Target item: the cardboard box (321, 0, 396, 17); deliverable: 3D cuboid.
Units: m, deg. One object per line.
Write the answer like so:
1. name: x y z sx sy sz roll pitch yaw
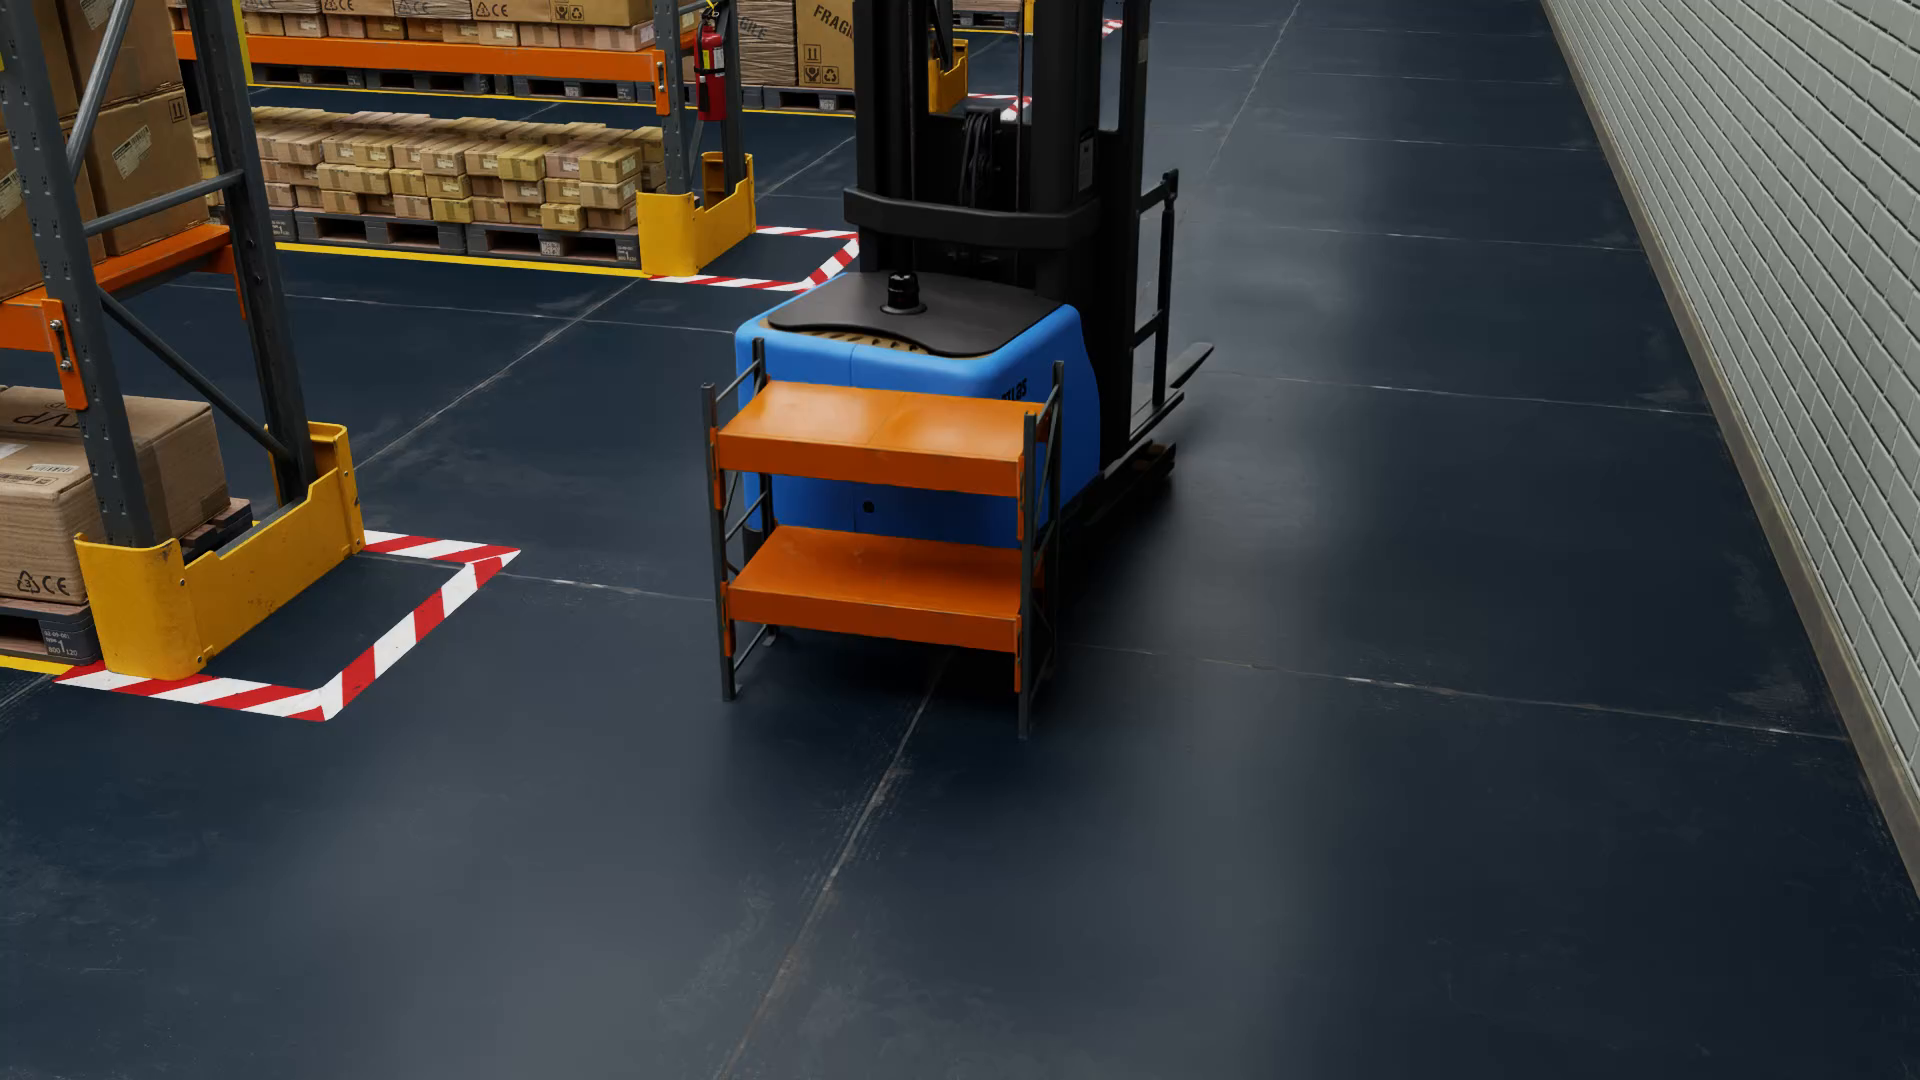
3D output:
1. cardboard box: -3.551 -3.484 10.115 0.500 0.500 0.500 8 27 16

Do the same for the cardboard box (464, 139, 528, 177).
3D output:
1. cardboard box: -2.902 -2.400 10.437 0.250 0.149 0.380 5 26 11

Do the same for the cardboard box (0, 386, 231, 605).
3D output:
1. cardboard box: -3.379 -0.188 6.148 0.875 0.438 0.875 5 26 11

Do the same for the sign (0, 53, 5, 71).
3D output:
1. sign: -2.863 -1.532 4.855 0.005 0.325 0.100 6 26 13

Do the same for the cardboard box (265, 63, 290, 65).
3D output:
1. cardboard box: -6.470 -5.158 16.077 0.875 0.875 1.225 6 26 13

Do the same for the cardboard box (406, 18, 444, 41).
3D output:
1. cardboard box: -3.192 -3.176 10.224 0.250 0.149 0.380 5 26 11

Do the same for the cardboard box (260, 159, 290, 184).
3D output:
1. cardboard box: -4.409 -2.460 10.909 0.250 0.149 0.380 5 26 10

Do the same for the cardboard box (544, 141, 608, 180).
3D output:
1. cardboard box: -2.385 -2.371 10.376 0.250 0.149 0.380 7 26 14

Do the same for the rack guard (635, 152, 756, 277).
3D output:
1. rack guard: -1.653 -2.077 10.532 0.348 0.500 1.175 6 26 13

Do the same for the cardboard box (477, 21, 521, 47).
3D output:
1. cardboard box: -2.697 -3.082 10.027 0.250 0.149 0.380 7 26 14

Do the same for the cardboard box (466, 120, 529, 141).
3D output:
1. cardboard box: -3.039 -2.652 10.967 0.250 0.149 0.380 7 26 15

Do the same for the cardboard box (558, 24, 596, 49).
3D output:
1. cardboard box: -2.198 -3.044 9.946 0.250 0.149 0.380 6 26 13

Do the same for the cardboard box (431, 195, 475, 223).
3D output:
1. cardboard box: -3.155 -2.142 10.587 0.250 0.149 0.380 5 26 11

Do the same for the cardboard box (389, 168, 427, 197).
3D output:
1. cardboard box: -3.414 -2.312 10.600 0.250 0.149 0.380 8 27 16

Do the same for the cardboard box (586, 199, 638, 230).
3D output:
1. cardboard box: -2.142 -2.070 10.436 0.250 0.149 0.380 7 26 14

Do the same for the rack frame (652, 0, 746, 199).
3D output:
1. rack frame: -1.580 -3.198 9.978 0.127 3.000 1.000 6 26 13

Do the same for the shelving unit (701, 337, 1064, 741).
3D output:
1. shelving unit: -0.232 -0.015 5.473 1.048 1.125 0.538 6 26 12

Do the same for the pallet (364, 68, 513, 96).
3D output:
1. pallet: -4.887 -4.472 15.898 1.213 0.211 1.003 6 26 13

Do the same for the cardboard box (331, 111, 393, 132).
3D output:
1. cardboard box: -4.027 -2.782 11.240 0.250 0.149 0.380 5 26 10

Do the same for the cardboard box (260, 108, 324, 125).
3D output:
1. cardboard box: -4.544 -2.833 11.347 0.250 0.149 0.380 6 26 13

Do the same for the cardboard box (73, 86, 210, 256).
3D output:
1. cardboard box: -3.108 -1.342 5.964 0.500 0.500 0.500 6 26 13

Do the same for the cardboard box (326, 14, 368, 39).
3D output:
1. cardboard box: -3.702 -3.216 10.308 0.250 0.149 0.380 7 26 15

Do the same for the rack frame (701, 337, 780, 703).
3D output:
1. rack frame: -0.726 -0.066 5.581 0.032 1.125 0.500 6 26 12

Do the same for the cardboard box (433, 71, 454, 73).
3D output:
1. cardboard box: -4.745 -4.971 15.684 0.875 0.875 1.225 6 26 13

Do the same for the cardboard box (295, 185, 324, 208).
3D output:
1. cardboard box: -4.142 -2.302 10.923 0.250 0.149 0.380 5 26 11

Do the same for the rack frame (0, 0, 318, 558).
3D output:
1. rack frame: -2.715 -1.126 5.626 0.127 3.000 1.000 6 26 13

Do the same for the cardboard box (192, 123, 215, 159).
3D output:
1. cardboard box: -4.920 -2.620 10.899 0.250 0.149 0.380 8 27 16

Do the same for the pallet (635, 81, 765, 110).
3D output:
1. pallet: -2.218 -4.177 15.279 1.213 0.211 1.003 6 26 13

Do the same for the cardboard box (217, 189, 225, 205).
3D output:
1. cardboard box: -4.670 -2.322 10.966 0.250 0.149 0.380 6 26 13

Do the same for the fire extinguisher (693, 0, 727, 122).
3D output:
1. fire extinguisher: -1.451 -2.776 9.614 0.183 0.674 0.296 6 26 13

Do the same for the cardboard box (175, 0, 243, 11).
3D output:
1. cardboard box: -4.556 -3.598 10.355 0.500 0.500 0.500 6 26 13

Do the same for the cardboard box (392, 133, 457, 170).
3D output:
1. cardboard box: -3.404 -2.480 10.605 0.250 0.149 0.380 5 26 11

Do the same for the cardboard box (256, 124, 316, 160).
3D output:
1. cardboard box: -4.404 -2.595 10.847 0.250 0.149 0.380 6 26 12

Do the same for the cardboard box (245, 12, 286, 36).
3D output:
1. cardboard box: -4.231 -3.257 10.394 0.250 0.149 0.380 7 26 14

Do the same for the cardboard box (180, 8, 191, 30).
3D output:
1. cardboard box: -4.721 -3.343 10.574 0.250 0.149 0.380 5 26 11

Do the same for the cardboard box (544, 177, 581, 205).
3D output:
1. cardboard box: -2.402 -2.223 10.411 0.250 0.149 0.380 6 26 12

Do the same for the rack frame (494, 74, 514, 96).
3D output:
1. rack frame: -4.121 -5.680 15.191 0.127 3.000 1.000 6 26 13

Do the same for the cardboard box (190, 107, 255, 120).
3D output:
1. cardboard box: -5.044 -2.867 11.419 0.250 0.149 0.380 7 26 14

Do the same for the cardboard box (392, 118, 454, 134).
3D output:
1. cardboard box: -3.550 -2.686 11.039 0.250 0.149 0.380 6 26 13

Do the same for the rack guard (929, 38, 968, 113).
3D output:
1. rack guard: -0.223 -4.121 14.824 0.348 0.500 1.175 6 26 13

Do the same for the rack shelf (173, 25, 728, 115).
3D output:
1. rack shelf: -3.517 -3.087 10.582 4.000 0.370 1.077 6 26 13

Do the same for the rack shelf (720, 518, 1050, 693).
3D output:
1. rack shelf: -0.232 0.206 5.578 1.000 0.278 0.538 6 26 12

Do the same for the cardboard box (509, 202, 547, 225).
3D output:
1. cardboard box: -2.650 -2.119 10.540 0.250 0.149 0.380 6 26 13

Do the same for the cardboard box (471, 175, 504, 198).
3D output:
1. cardboard box: -2.900 -2.299 10.571 0.250 0.149 0.380 6 26 12

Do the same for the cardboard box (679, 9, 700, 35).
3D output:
1. cardboard box: -1.812 -3.256 10.391 0.250 0.149 0.380 6 26 13

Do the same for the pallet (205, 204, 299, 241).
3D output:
1. pallet: -4.795 -2.310 11.356 1.213 0.211 1.003 6 26 13

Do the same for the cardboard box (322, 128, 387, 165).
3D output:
1. cardboard box: -3.894 -2.539 10.729 0.250 0.149 0.380 5 26 11

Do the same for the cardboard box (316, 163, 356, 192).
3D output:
1. cardboard box: -3.920 -2.367 10.715 0.250 0.149 0.380 6 26 13

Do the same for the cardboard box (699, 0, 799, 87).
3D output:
1. cardboard box: -1.768 -4.615 14.937 0.875 0.875 0.875 6 26 13

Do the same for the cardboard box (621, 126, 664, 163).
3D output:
1. cardboard box: -2.003 -2.566 10.787 0.250 0.149 0.380 5 26 11

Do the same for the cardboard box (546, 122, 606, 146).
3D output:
1. cardboard box: -2.512 -2.626 10.913 0.250 0.149 0.380 6 26 13

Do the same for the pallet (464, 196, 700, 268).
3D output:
1. pallet: -2.431 -2.049 10.808 1.213 0.211 1.003 6 26 13

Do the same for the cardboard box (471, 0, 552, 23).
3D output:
1. cardboard box: -2.577 -3.376 9.888 0.500 0.500 0.500 6 26 12

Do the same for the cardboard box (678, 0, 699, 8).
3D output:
1. cardboard box: -1.946 -3.540 10.235 0.500 0.500 0.500 8 26 15

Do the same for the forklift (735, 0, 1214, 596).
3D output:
1. forklift: 0.293 -1.579 6.656 1.130 2.935 3.031 12 28 24

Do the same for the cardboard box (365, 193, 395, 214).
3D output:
1. cardboard box: -3.641 -2.238 10.788 0.250 0.149 0.380 7 26 14

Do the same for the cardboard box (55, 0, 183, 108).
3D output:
1. cardboard box: -3.109 -1.793 5.747 0.500 0.500 0.500 6 26 12

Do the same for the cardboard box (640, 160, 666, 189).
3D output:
1. cardboard box: -2.023 -2.398 10.778 0.250 0.149 0.380 7 26 15
